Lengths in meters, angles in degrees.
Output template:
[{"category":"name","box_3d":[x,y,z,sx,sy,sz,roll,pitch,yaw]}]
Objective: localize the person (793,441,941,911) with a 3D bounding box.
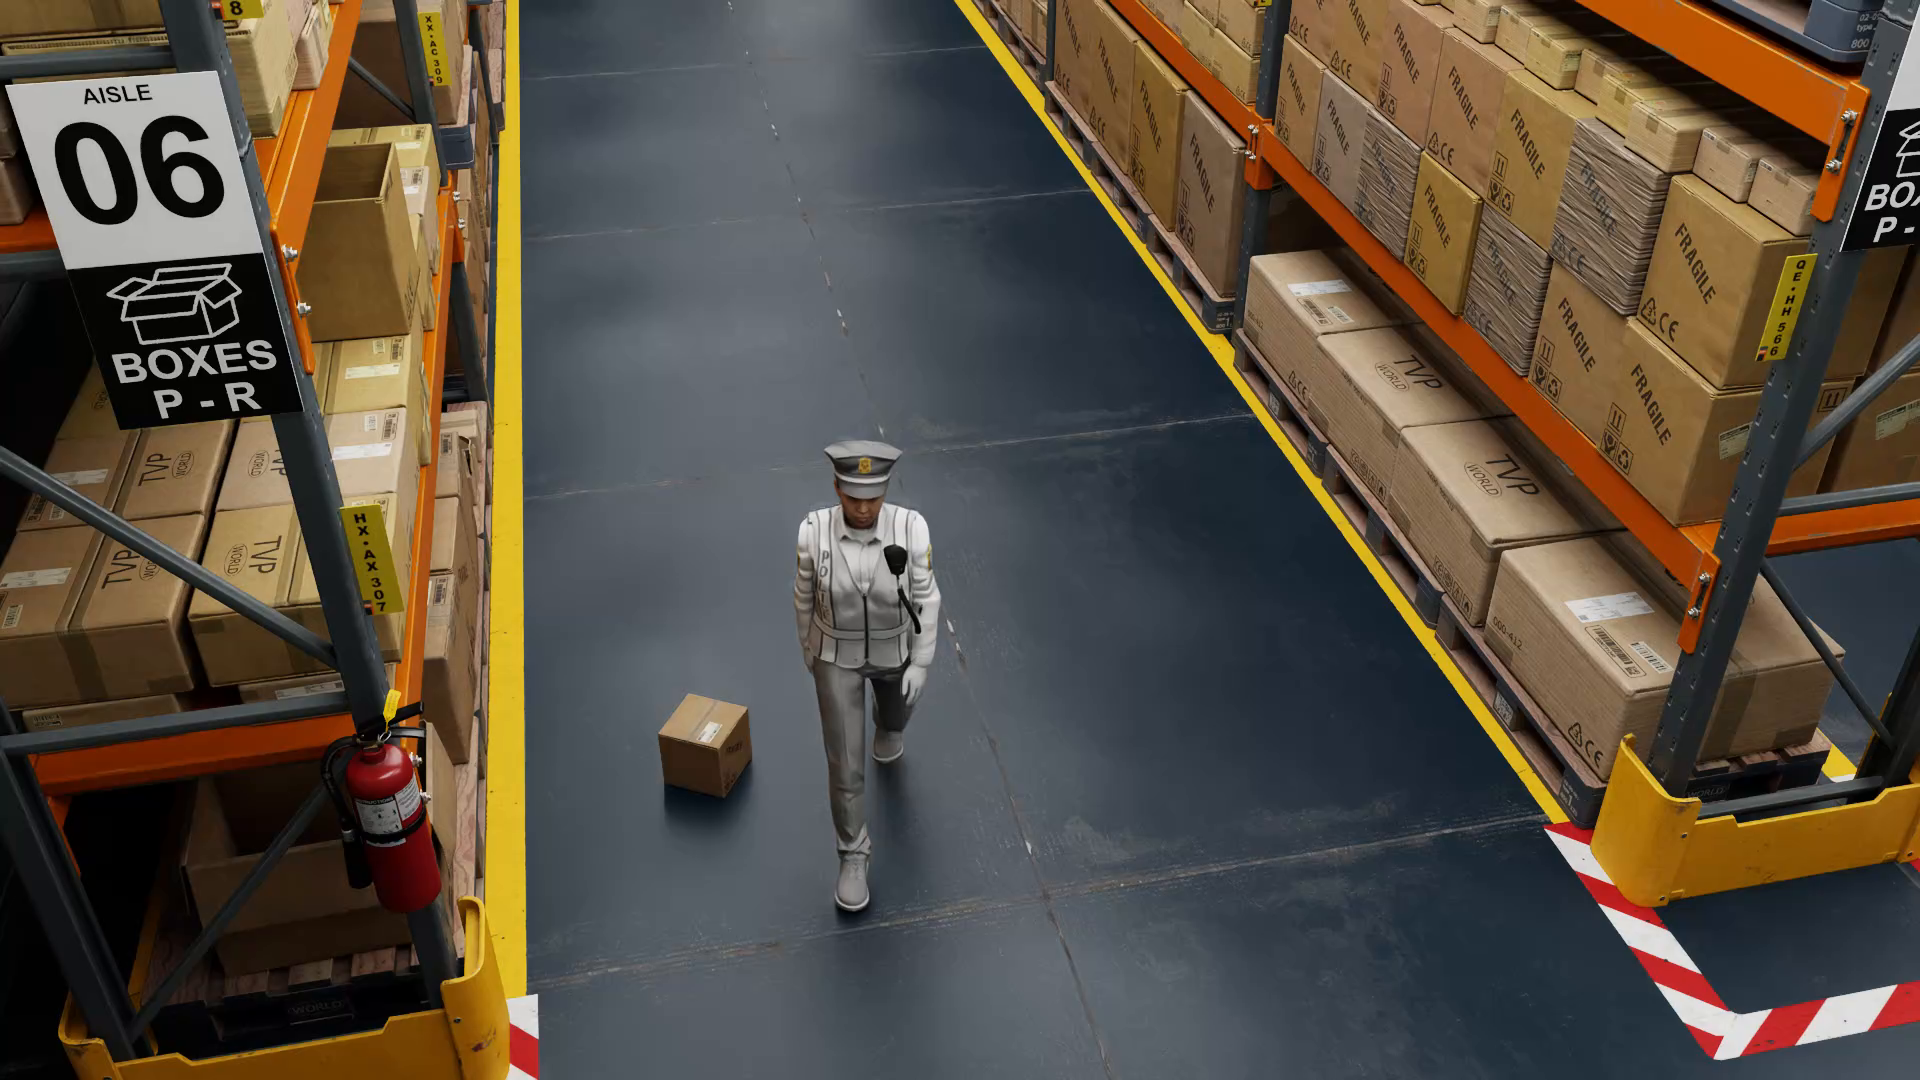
[{"category":"person","box_3d":[-0.309,0.342,5.617,0.480,1.645,0.944,-4,35,-6]}]
